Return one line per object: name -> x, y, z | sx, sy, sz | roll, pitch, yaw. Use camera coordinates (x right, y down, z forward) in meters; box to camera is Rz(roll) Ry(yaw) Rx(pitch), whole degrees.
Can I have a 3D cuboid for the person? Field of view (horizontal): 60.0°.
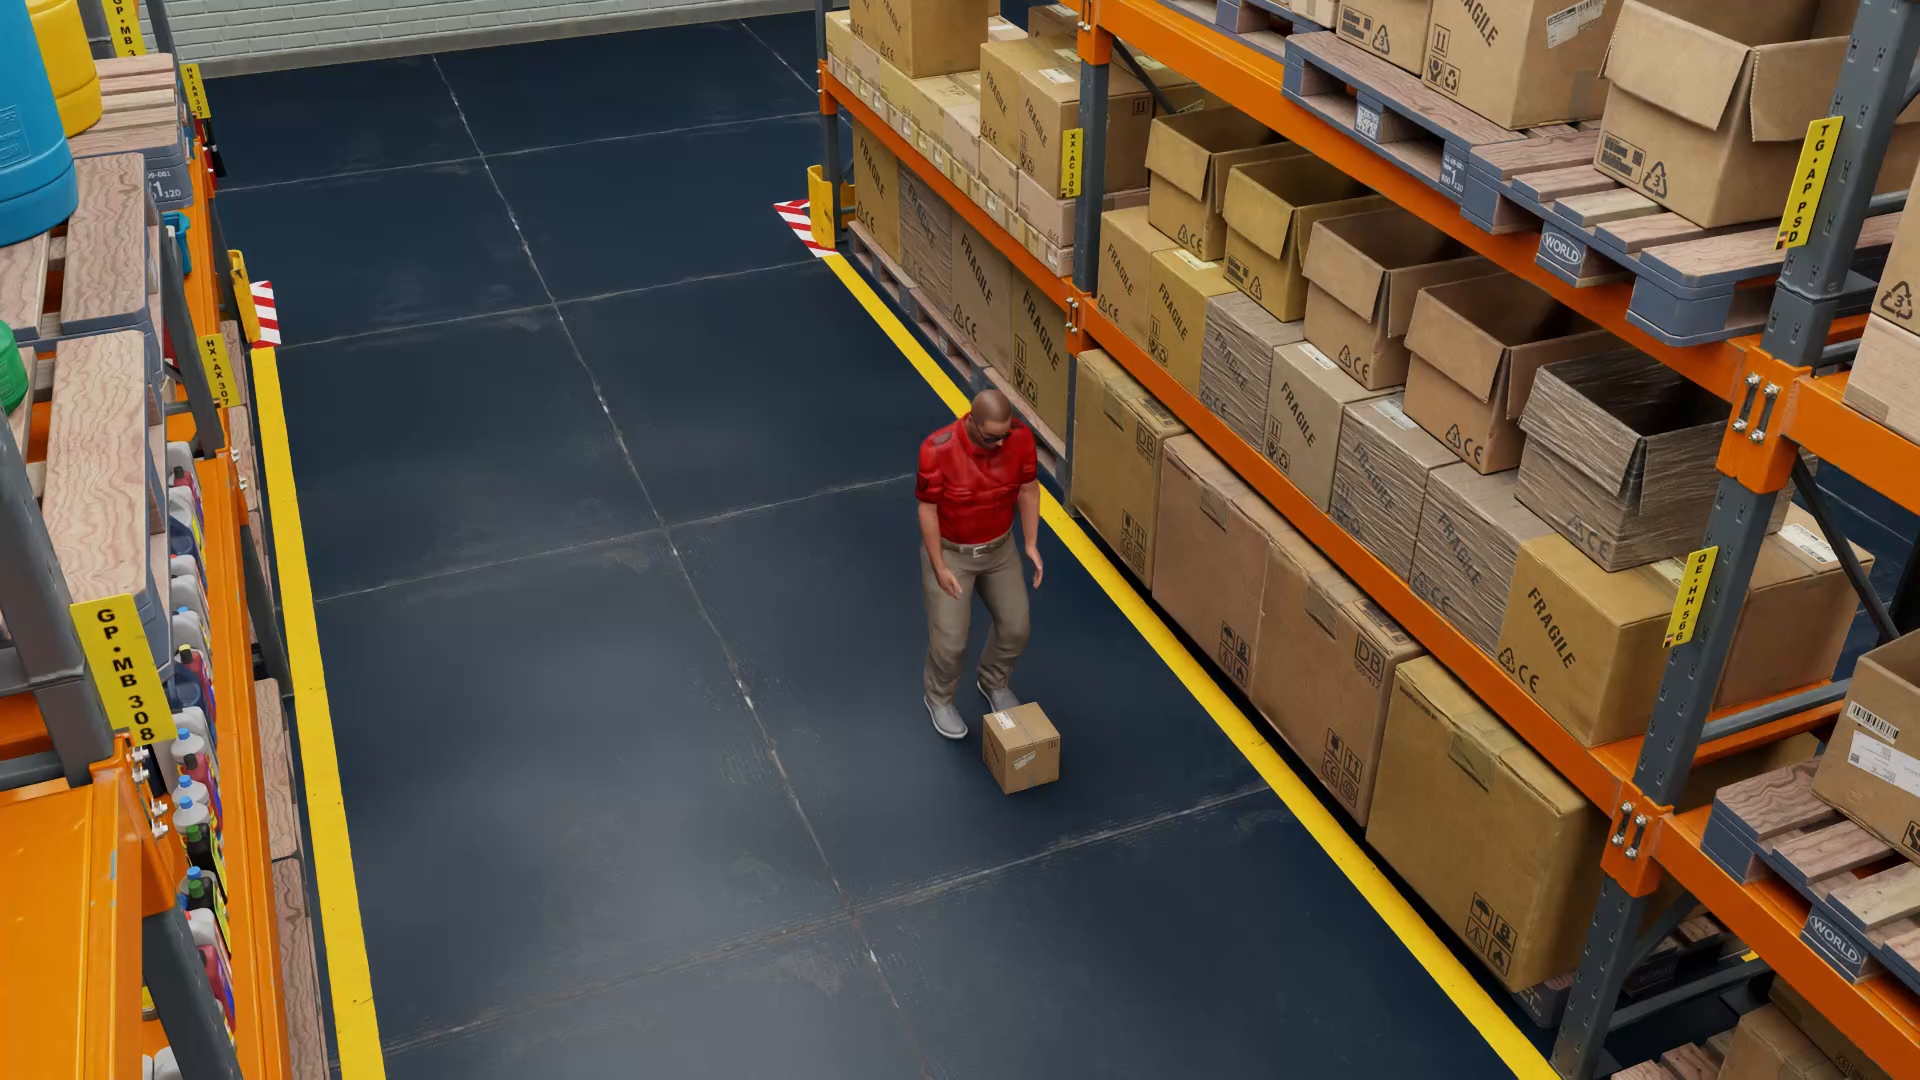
person -> 0.080, 0.064, 7.117 | 0.557, 1.677, 0.431 | -13, 36, -19
